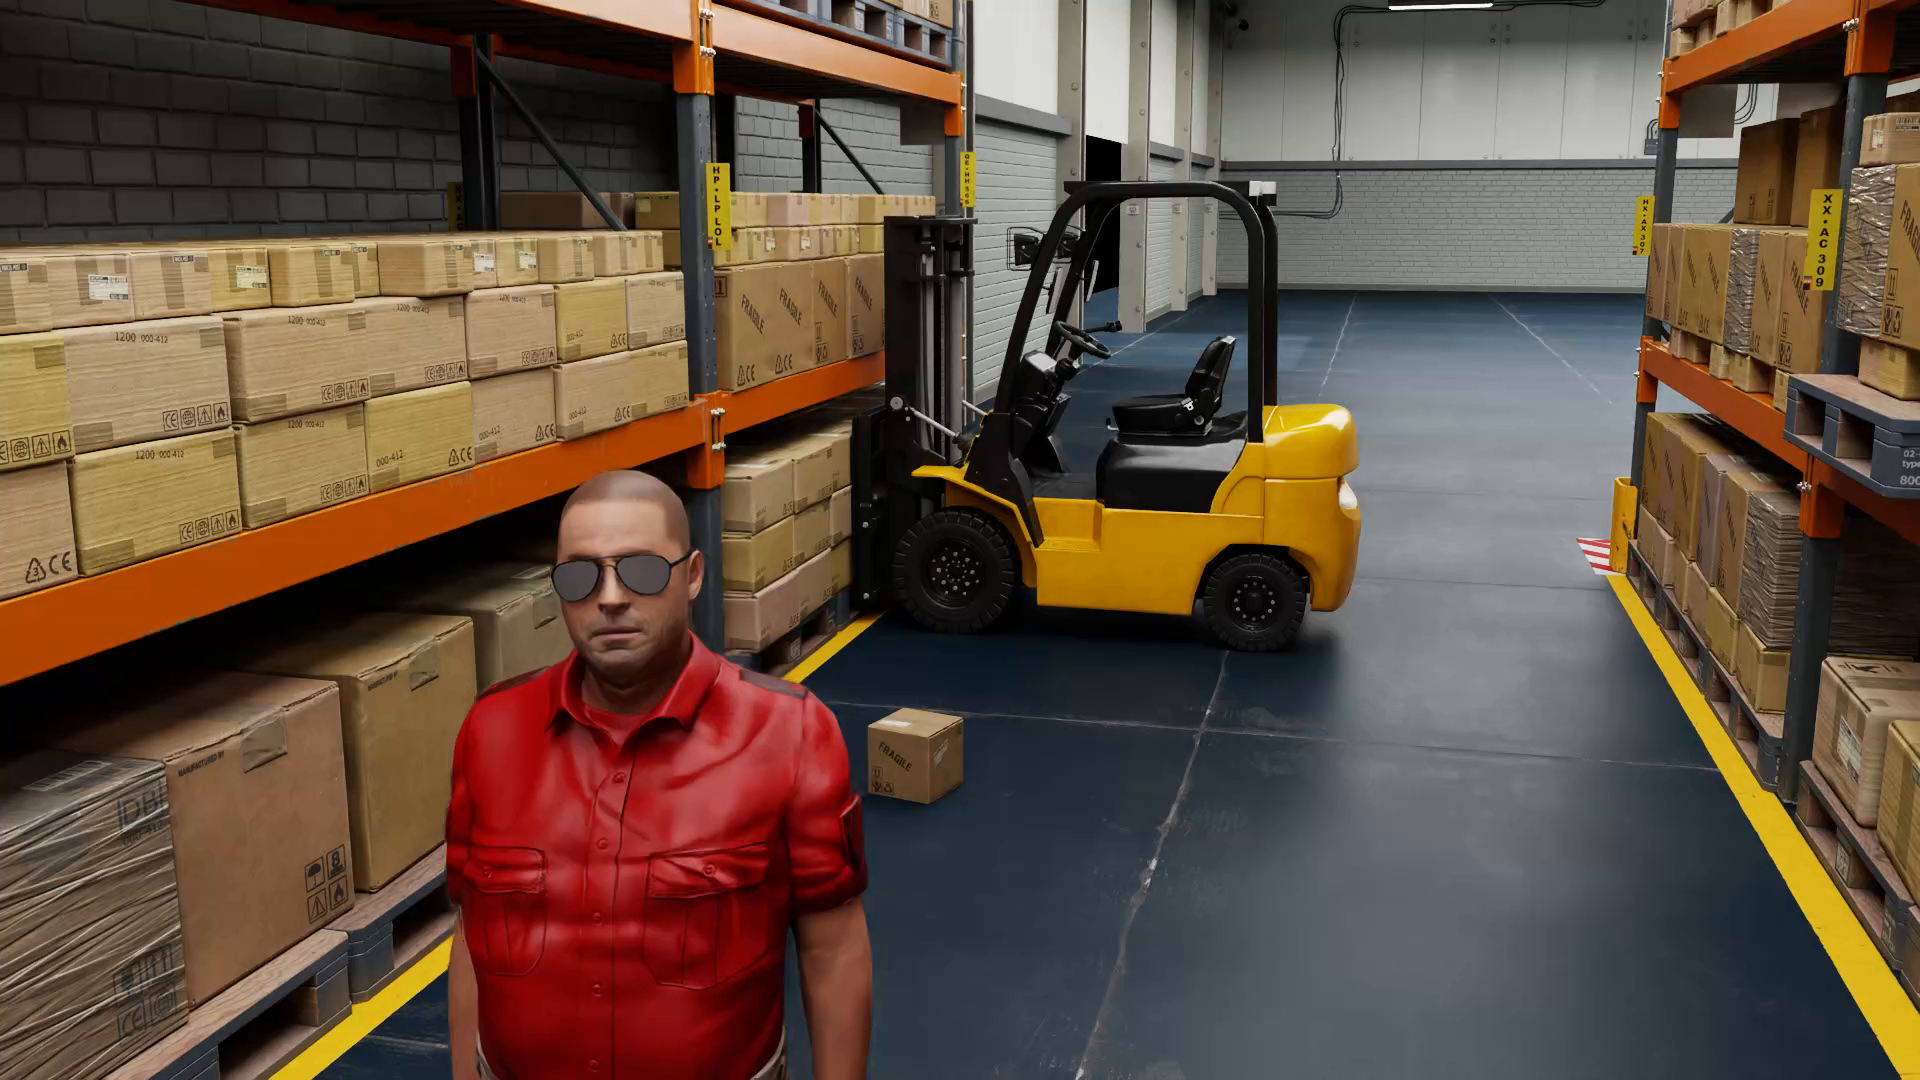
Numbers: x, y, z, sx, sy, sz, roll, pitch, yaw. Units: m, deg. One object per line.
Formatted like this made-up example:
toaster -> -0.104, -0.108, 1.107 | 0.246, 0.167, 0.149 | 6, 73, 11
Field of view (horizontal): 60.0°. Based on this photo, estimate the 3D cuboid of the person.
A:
person -> -0.382, 0.760, 2.122 | 0.542, 1.712, 0.592 | 1, 11, 7
